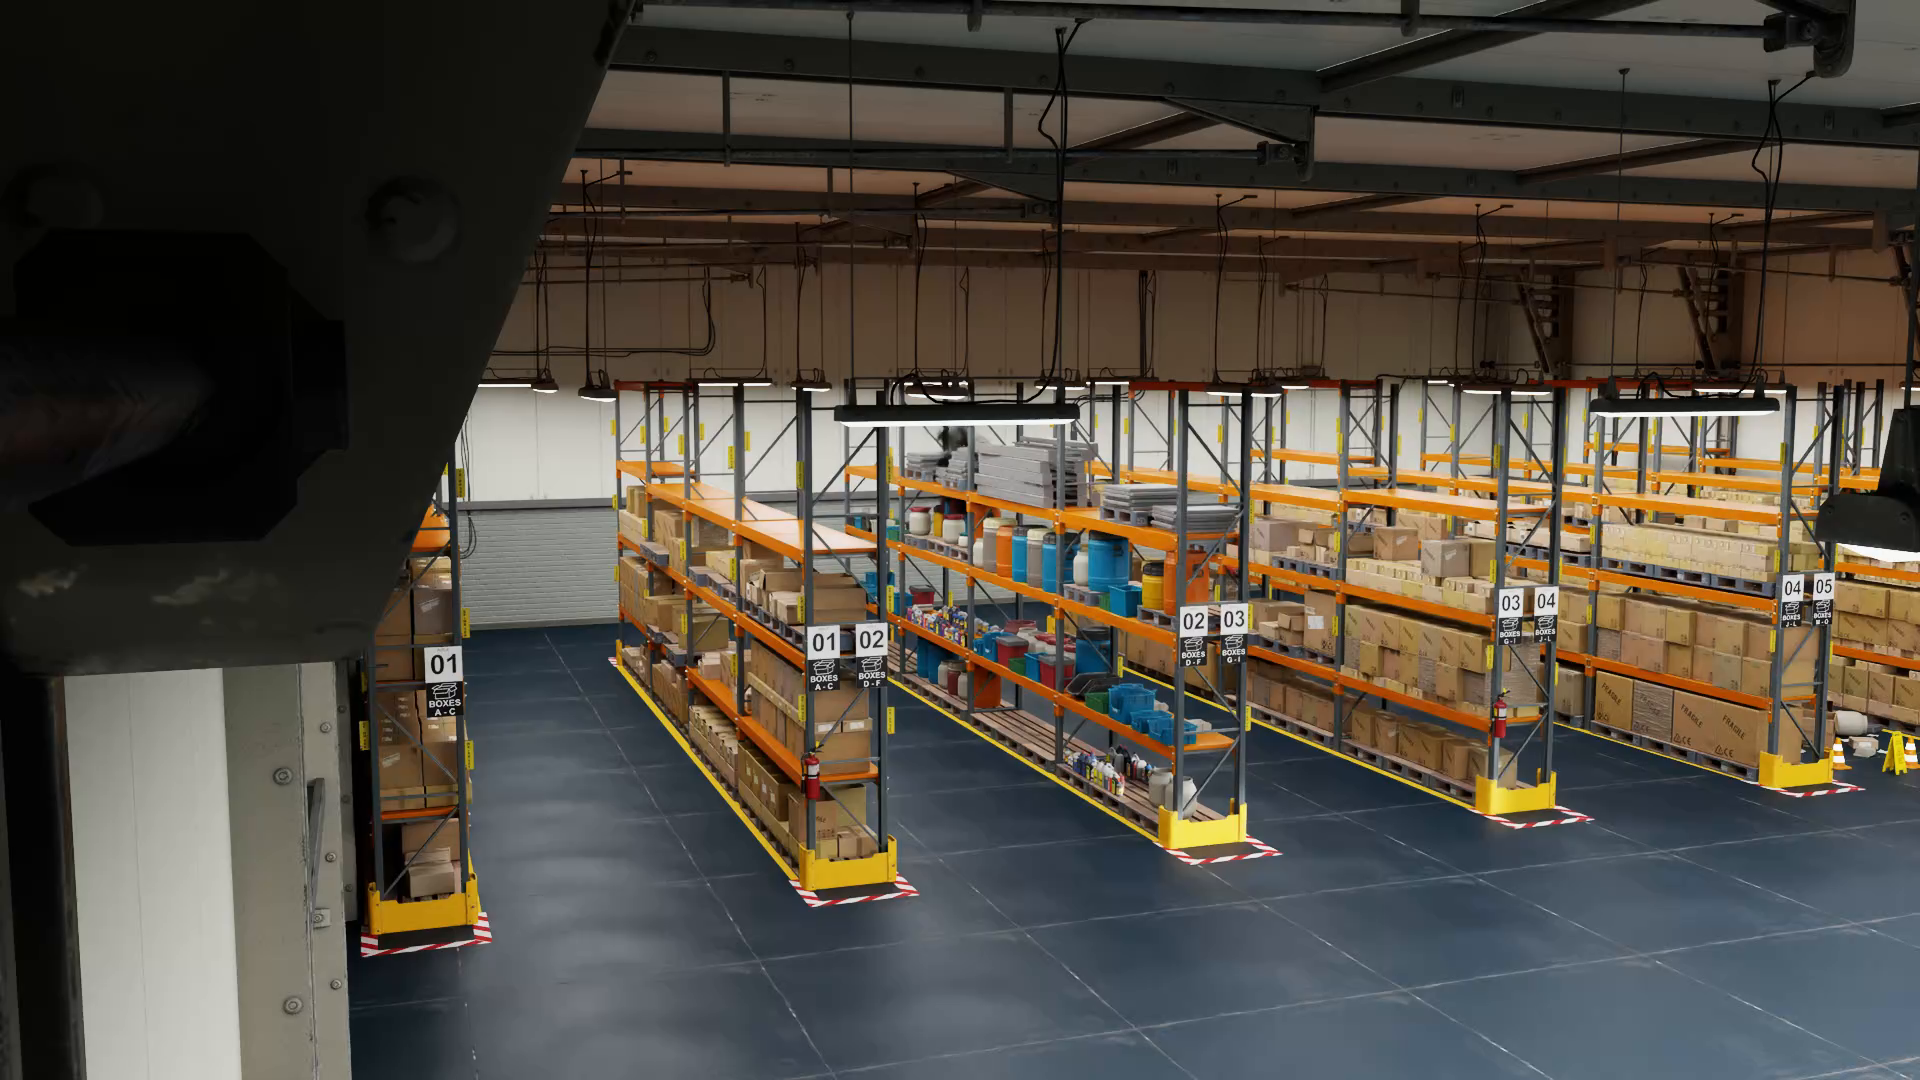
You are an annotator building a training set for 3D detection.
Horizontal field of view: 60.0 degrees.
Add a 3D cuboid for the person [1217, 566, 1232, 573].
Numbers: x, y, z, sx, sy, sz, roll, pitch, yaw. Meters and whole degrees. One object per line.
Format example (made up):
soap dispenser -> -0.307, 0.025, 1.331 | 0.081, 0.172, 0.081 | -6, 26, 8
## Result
person -> 6.421, 1.156, 41.270 | 0.675, 1.713, 0.801 | 0, 6, -3
